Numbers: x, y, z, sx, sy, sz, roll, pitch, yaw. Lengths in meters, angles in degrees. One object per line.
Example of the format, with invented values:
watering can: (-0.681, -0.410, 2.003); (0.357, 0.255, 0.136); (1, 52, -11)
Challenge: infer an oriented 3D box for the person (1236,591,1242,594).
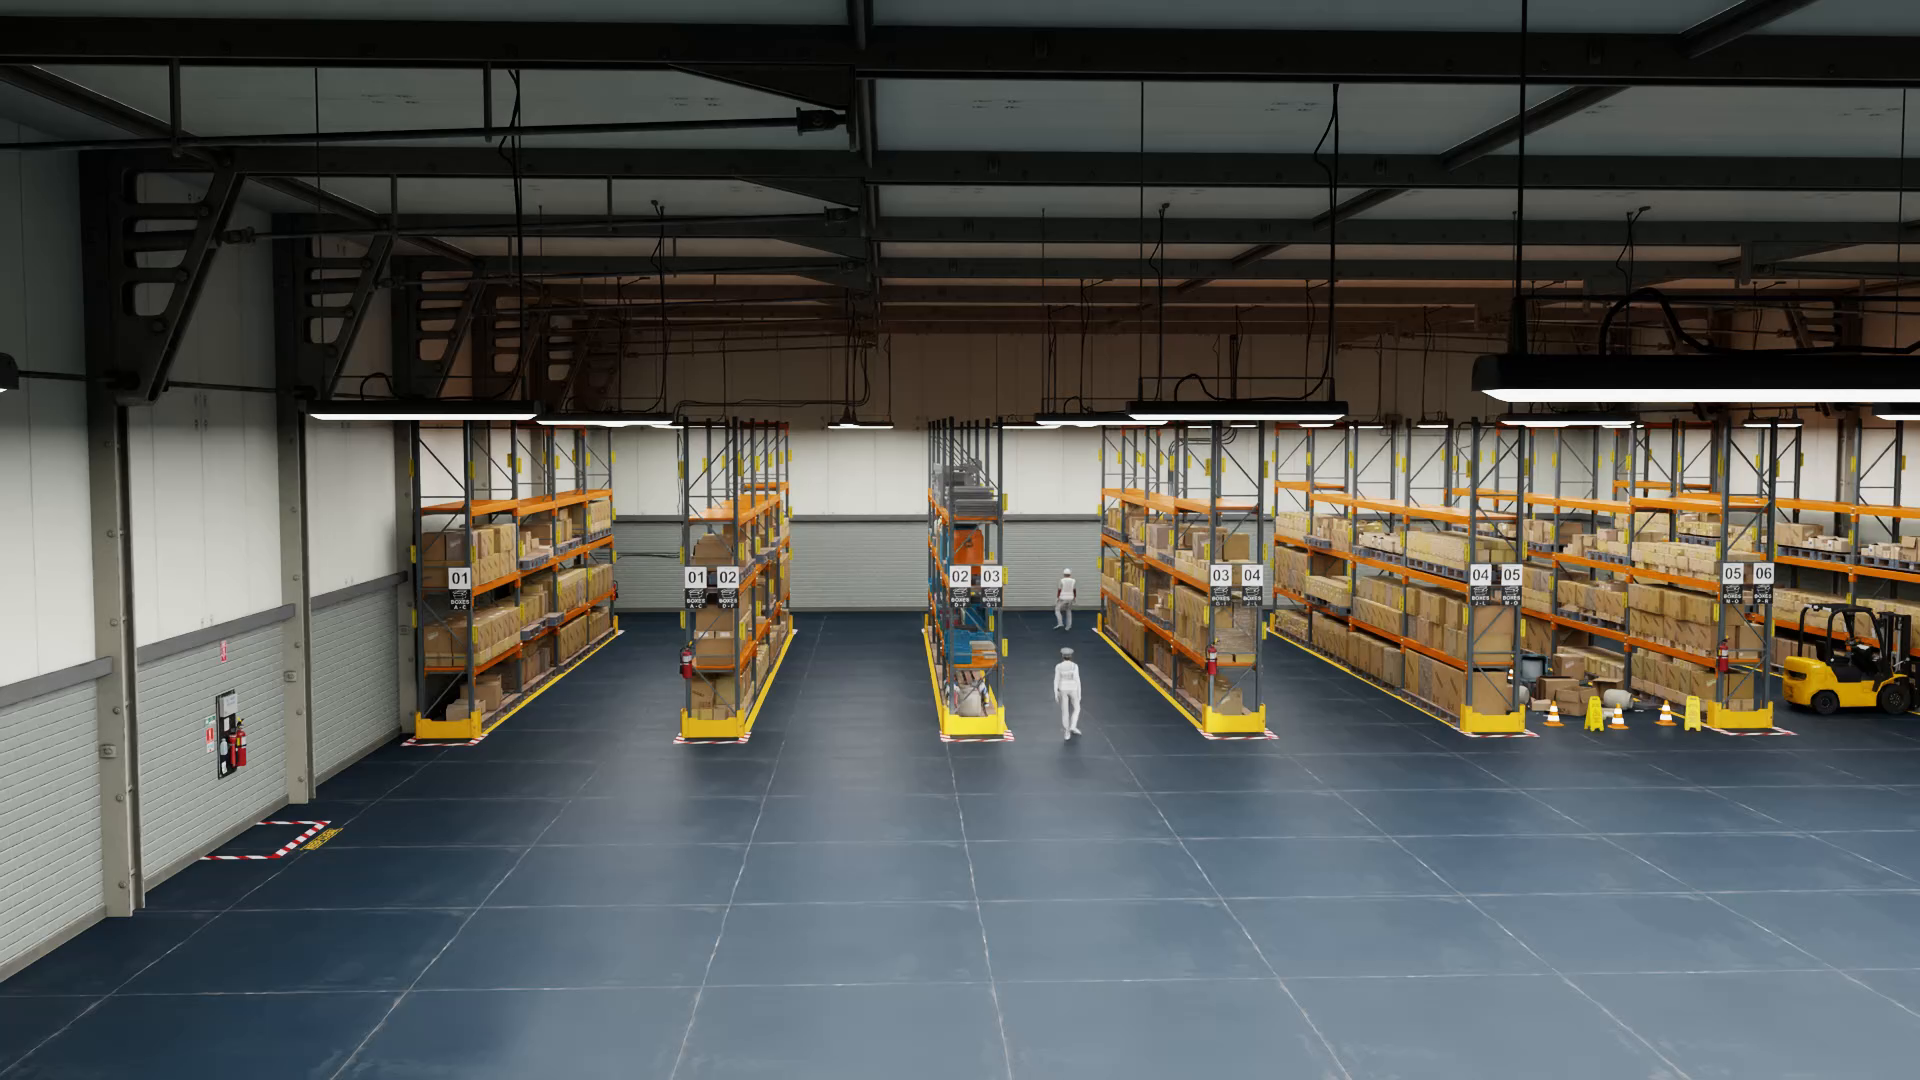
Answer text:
person: (8.266, 1.760, 48.574); (0.446, 1.528, 1.018); (3, 5, 38)

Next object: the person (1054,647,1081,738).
person: (2.006, 2.852, 31.033); (0.515, 1.673, 0.436); (1, 4, 11)

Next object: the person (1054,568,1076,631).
person: (3.018, 1.717, 47.847); (0.741, 1.789, 0.472); (-2, 4, -25)
